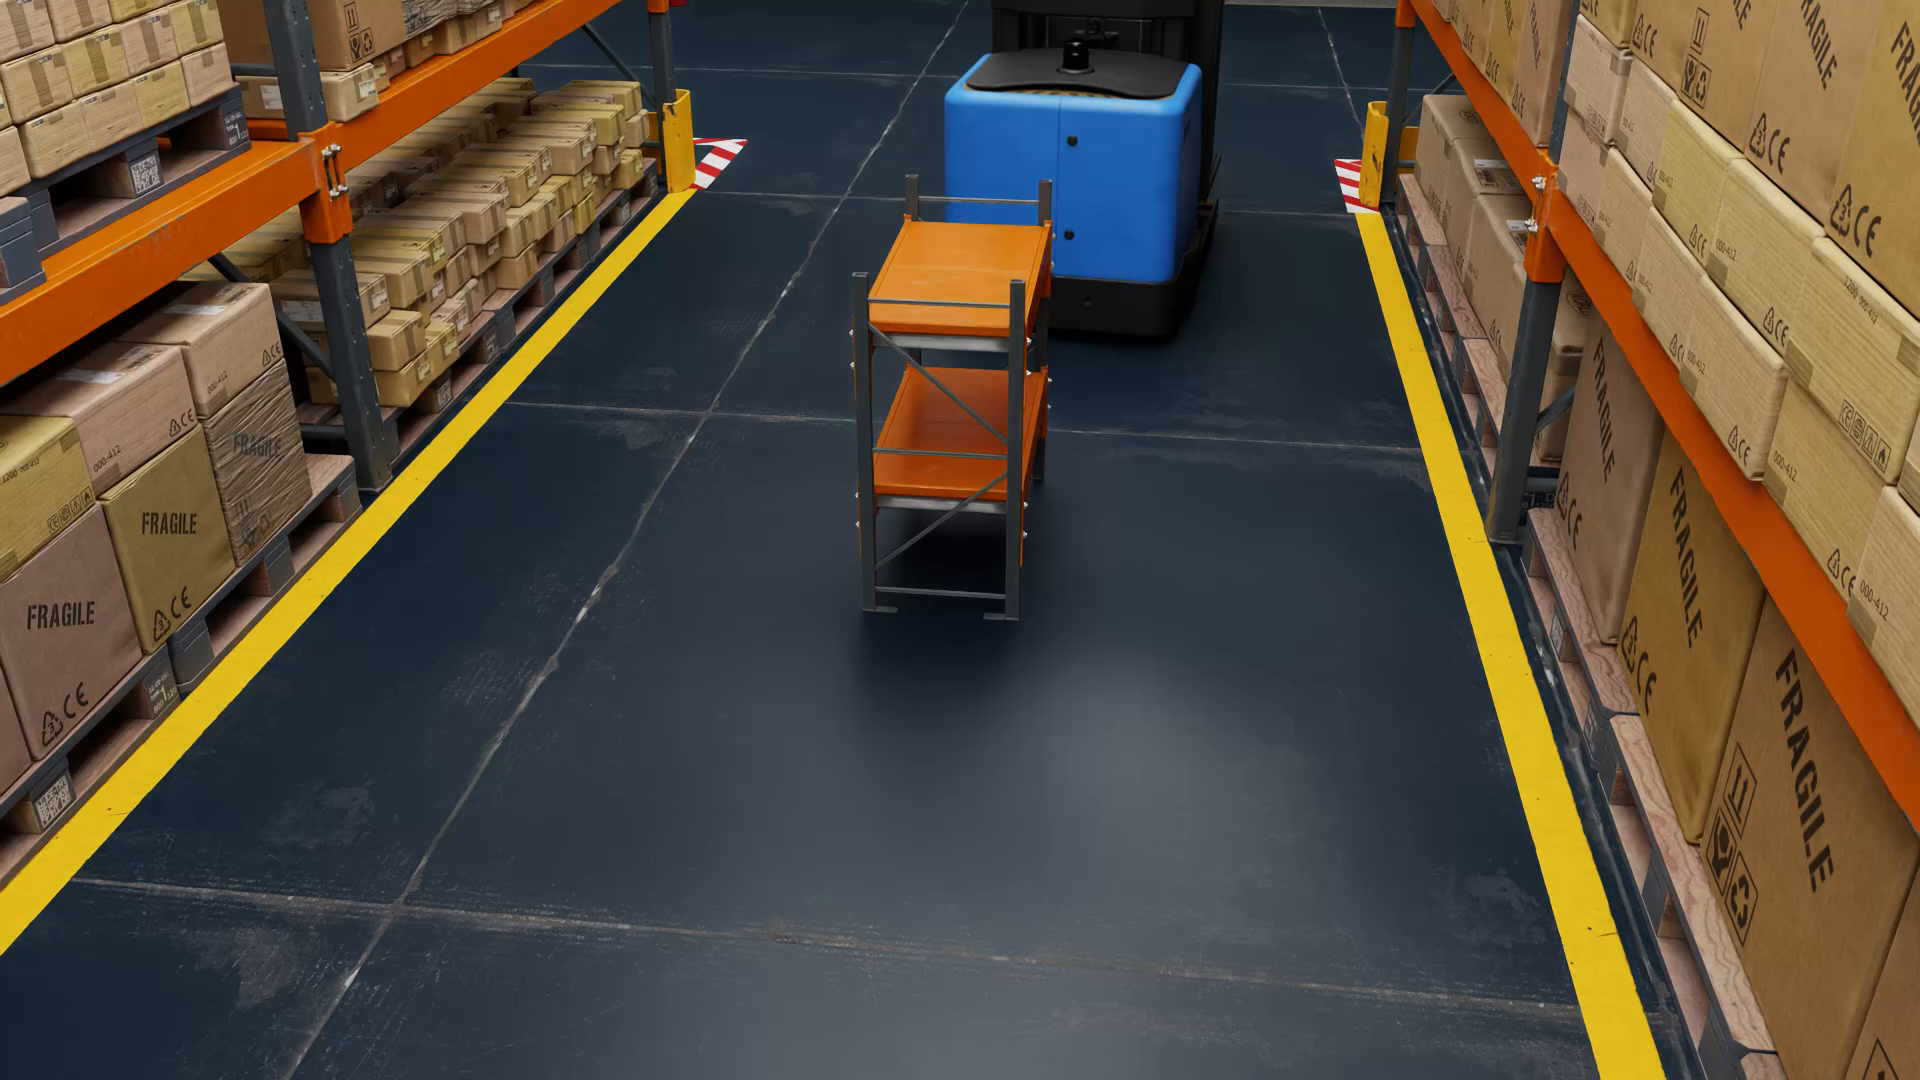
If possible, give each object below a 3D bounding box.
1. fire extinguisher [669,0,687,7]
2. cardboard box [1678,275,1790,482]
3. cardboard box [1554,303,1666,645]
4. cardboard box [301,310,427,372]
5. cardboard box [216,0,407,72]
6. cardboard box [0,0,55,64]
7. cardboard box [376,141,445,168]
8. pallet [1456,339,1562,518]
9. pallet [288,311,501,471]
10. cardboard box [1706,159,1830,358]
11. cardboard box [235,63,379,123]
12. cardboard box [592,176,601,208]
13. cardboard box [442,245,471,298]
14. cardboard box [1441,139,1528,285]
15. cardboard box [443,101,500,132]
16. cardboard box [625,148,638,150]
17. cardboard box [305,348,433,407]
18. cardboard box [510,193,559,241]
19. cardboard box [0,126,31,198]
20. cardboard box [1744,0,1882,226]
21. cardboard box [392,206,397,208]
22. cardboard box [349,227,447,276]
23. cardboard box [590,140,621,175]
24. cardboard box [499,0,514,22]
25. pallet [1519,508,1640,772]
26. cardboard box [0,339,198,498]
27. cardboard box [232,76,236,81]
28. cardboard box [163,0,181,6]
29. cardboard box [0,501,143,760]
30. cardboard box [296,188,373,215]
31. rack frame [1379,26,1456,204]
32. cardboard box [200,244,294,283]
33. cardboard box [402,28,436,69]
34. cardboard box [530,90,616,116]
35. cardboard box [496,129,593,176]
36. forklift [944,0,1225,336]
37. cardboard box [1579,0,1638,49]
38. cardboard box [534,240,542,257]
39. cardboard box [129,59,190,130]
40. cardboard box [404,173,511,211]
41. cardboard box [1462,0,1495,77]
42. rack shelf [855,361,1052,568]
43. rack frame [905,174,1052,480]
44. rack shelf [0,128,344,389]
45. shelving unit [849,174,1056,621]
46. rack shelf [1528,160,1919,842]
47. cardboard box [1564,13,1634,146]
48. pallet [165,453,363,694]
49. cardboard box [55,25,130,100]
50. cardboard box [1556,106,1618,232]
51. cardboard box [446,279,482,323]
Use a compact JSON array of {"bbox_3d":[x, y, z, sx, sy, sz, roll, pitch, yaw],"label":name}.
[{"bbox_3d":[-1.623,-3.319,9.223,0.296,0.674,0.183,3,28,6],"label":"fire extinguisher"},{"bbox_3d":[1.796,-0.326,3.351,0.500,0.250,0.500,3,28,5],"label":"cardboard box"},{"bbox_3d":[2.326,-0.256,4.860,0.875,0.875,0.875,4,29,8],"label":"cardboard box"},{"bbox_3d":[-2.240,-0.756,6.239,0.380,0.149,0.250,5,29,9],"label":"cardboard box"},{"bbox_3d":[-2.291,-1.936,5.762,0.500,0.500,0.500,3,28,5],"label":"cardboard box"},{"bbox_3d":[-2.555,-1.307,4.208,0.380,0.149,0.250,3,28,6],"label":"cardboard box"},{"bbox_3d":[-2.655,-1.770,7.808,0.380,0.149,0.250,4,29,7],"label":"cardboard box"},{"bbox_3d":[2.494,-0.429,6.323,1.003,0.211,1.213,3,28,6],"label":"pallet"},{"bbox_3d":[-2.555,-0.633,6.703,1.003,0.211,1.213,3,28,6],"label":"pallet"},{"bbox_3d":[1.805,-0.545,3.230,0.500,0.250,0.500,3,28,5],"label":"cardboard box"},{"bbox_3d":[-2.243,-1.547,5.723,0.380,0.149,0.250,4,29,8],"label":"cardboard box"},{"bbox_3d":[-2.036,-1.732,8.366,0.380,0.149,0.250,4,29,7],"label":"cardboard box"},{"bbox_3d":[-2.268,-1.124,6.923,0.380,0.149,0.250,2,28,4],"label":"cardboard box"},{"bbox_3d":[2.728,-1.495,7.621,0.875,0.438,0.875,4,29,8],"label":"cardboard box"},{"bbox_3d":[-2.586,-2.143,8.500,0.380,0.149,0.250,3,28,6],"label":"cardboard box"},{"bbox_3d":[-1.970,-2.096,9.040,0.380,0.149,0.250,4,29,7],"label":"cardboard box"},{"bbox_3d":[-2.239,-0.625,6.311,0.380,0.149,0.250,2,28,4],"label":"cardboard box"},{"bbox_3d":[-2.062,-1.481,7.587,0.380,0.149,0.250,4,29,7],"label":"cardboard box"},{"bbox_3d":[-2.578,-0.930,4.136,0.380,0.149,0.250,2,28,4],"label":"cardboard box"},{"bbox_3d":[1.828,-0.876,3.053,0.500,0.500,0.500,3,28,5],"label":"cardboard box"},{"bbox_3d":[-2.650,-1.384,7.406,0.380,0.149,0.250,2,28,4],"label":"cardboard box"},{"bbox_3d":[-2.280,-1.133,6.626,0.380,0.149,0.250,3,28,5],"label":"cardboard box"},{"bbox_3d":[-1.955,-1.977,8.506,0.380,0.149,0.250,2,28,4],"label":"cardboard box"},{"bbox_3d":[-2.143,-2.298,7.118,0.380,0.149,0.250,4,29,8],"label":"cardboard box"},{"bbox_3d":[2.303,0.292,4.985,1.003,0.211,1.213,3,28,6],"label":"pallet"},{"bbox_3d":[-2.519,-0.351,4.641,0.500,0.250,0.500,5,29,9],"label":"cardboard box"},{"bbox_3d":[-2.876,-1.708,6.022,0.380,0.149,0.250,3,28,5],"label":"cardboard box"},{"bbox_3d":[-2.458,-1.679,4.898,0.380,0.149,0.250,5,29,9],"label":"cardboard box"},{"bbox_3d":[-2.573,0.218,4.375,0.500,0.500,0.500,3,28,5],"label":"cardboard box"},{"bbox_3d":[-2.751,-1.408,7.136,0.380,0.149,0.250,2,28,4],"label":"cardboard box"},{"bbox_3d":[2.813,-3.186,8.500,1.000,3.000,0.127,3,28,6],"label":"rack frame"},{"bbox_3d":[-2.825,-1.040,6.453,0.380,0.149,0.250,4,29,7],"label":"cardboard box"},{"bbox_3d":[-2.265,-1.929,6.432,0.380,0.149,0.250,2,28,4],"label":"cardboard box"},{"bbox_3d":[-2.013,-2.239,8.678,0.380,0.149,0.250,4,29,7],"label":"cardboard box"},{"bbox_3d":[-1.991,-1.861,7.978,0.380,0.149,0.250,4,29,8],"label":"cardboard box"},{"bbox_3d":[0.749,-2.862,7.972,1.130,2.935,3.031,6,29,11],"label":"forklift"},{"bbox_3d":[1.984,-1.597,4.391,0.500,0.500,0.500,4,29,7],"label":"cardboard box"},{"bbox_3d":[-2.164,-1.367,7.687,0.380,0.149,0.250,4,29,8],"label":"cardboard box"},{"bbox_3d":[-2.485,-1.296,4.816,0.380,0.149,0.250,4,29,6],"label":"cardboard box"},{"bbox_3d":[-2.207,-1.505,7.317,0.380,0.149,0.250,2,28,4],"label":"cardboard box"},{"bbox_3d":[2.231,-2.060,6.306,0.500,0.500,0.500,3,28,5],"label":"cardboard box"},{"bbox_3d":[0.001,-0.283,5.605,0.538,0.278,1.000,3,28,6],"label":"rack shelf"},{"bbox_3d":[0.063,-0.738,5.933,0.500,1.125,0.032,3,28,6],"label":"rack frame"},{"bbox_3d":[-2.847,-0.285,3.874,1.077,0.370,4.000,3,28,6],"label":"rack shelf"},{"bbox_3d":[0.001,-0.498,5.489,0.538,1.125,1.048,3,28,6],"label":"shelving unit"},{"bbox_3d":[2.078,-0.045,3.429,1.077,0.370,4.000,3,28,6],"label":"rack shelf"},{"bbox_3d":[1.989,-1.266,4.568,0.500,0.250,0.500,3,28,5],"label":"cardboard box"},{"bbox_3d":[-2.696,0.051,5.432,1.003,0.211,1.213,3,28,6],"label":"pallet"},{"bbox_3d":[-2.519,-1.309,4.525,0.380,0.149,0.250,5,29,8],"label":"cardboard box"},{"bbox_3d":[2.007,-1.045,4.685,0.500,0.250,0.500,3,28,5],"label":"cardboard box"},{"bbox_3d":[-2.246,-0.993,6.994,0.380,0.149,0.250,3,28,5],"label":"cardboard box"}]
